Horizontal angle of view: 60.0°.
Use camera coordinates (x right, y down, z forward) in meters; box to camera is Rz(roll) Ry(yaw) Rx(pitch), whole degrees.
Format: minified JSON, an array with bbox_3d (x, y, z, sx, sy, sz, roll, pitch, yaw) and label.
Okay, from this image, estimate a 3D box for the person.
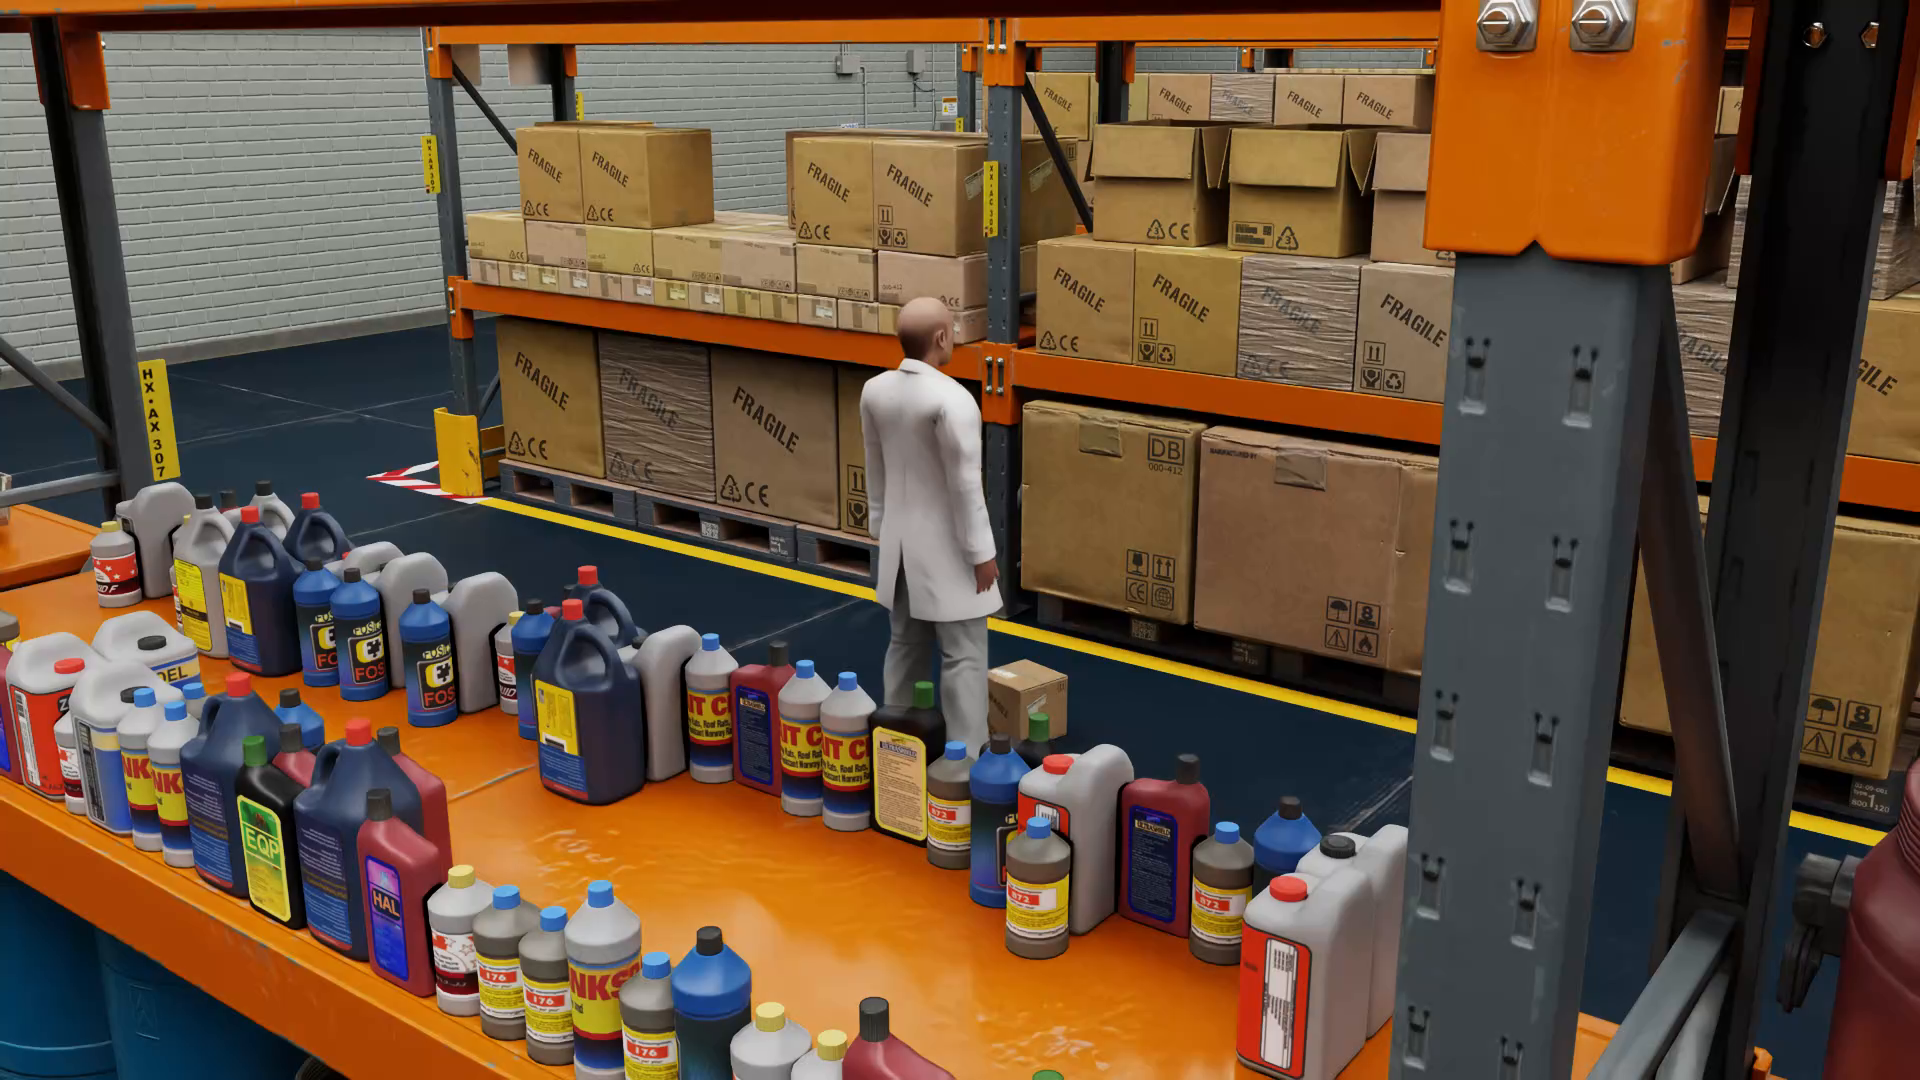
[{"bbox_3d":[-0.050,0.015,5.963,0.433,1.783,0.604,-14,22,-40],"label":"person"}]
